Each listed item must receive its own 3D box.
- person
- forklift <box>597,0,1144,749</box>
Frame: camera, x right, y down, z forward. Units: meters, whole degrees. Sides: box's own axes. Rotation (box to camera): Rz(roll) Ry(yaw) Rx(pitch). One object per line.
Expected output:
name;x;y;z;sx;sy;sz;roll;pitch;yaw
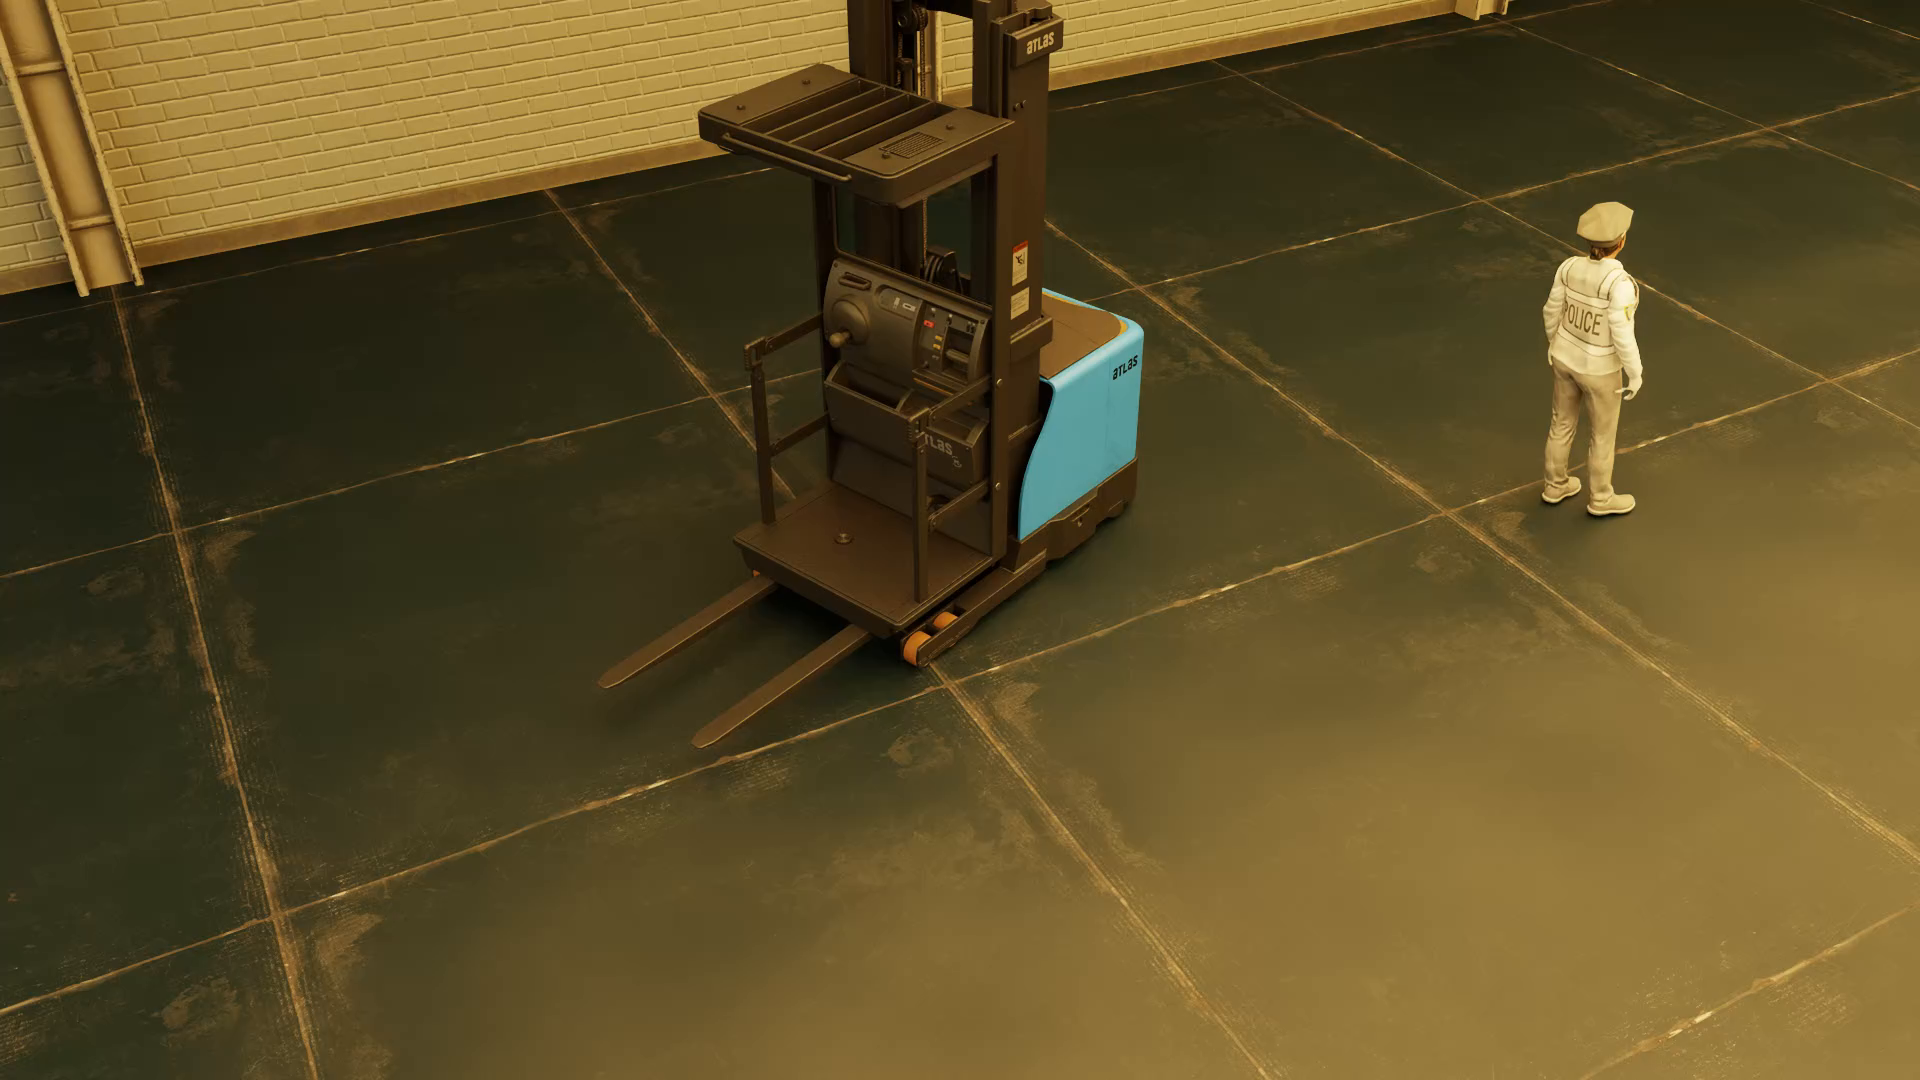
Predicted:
person;3.254;-0.925;8.490;0.530;1.693;0.587;-20;40;-26
forklift;-0.390;-0.927;7.434;1.130;2.935;3.031;26;43;31
